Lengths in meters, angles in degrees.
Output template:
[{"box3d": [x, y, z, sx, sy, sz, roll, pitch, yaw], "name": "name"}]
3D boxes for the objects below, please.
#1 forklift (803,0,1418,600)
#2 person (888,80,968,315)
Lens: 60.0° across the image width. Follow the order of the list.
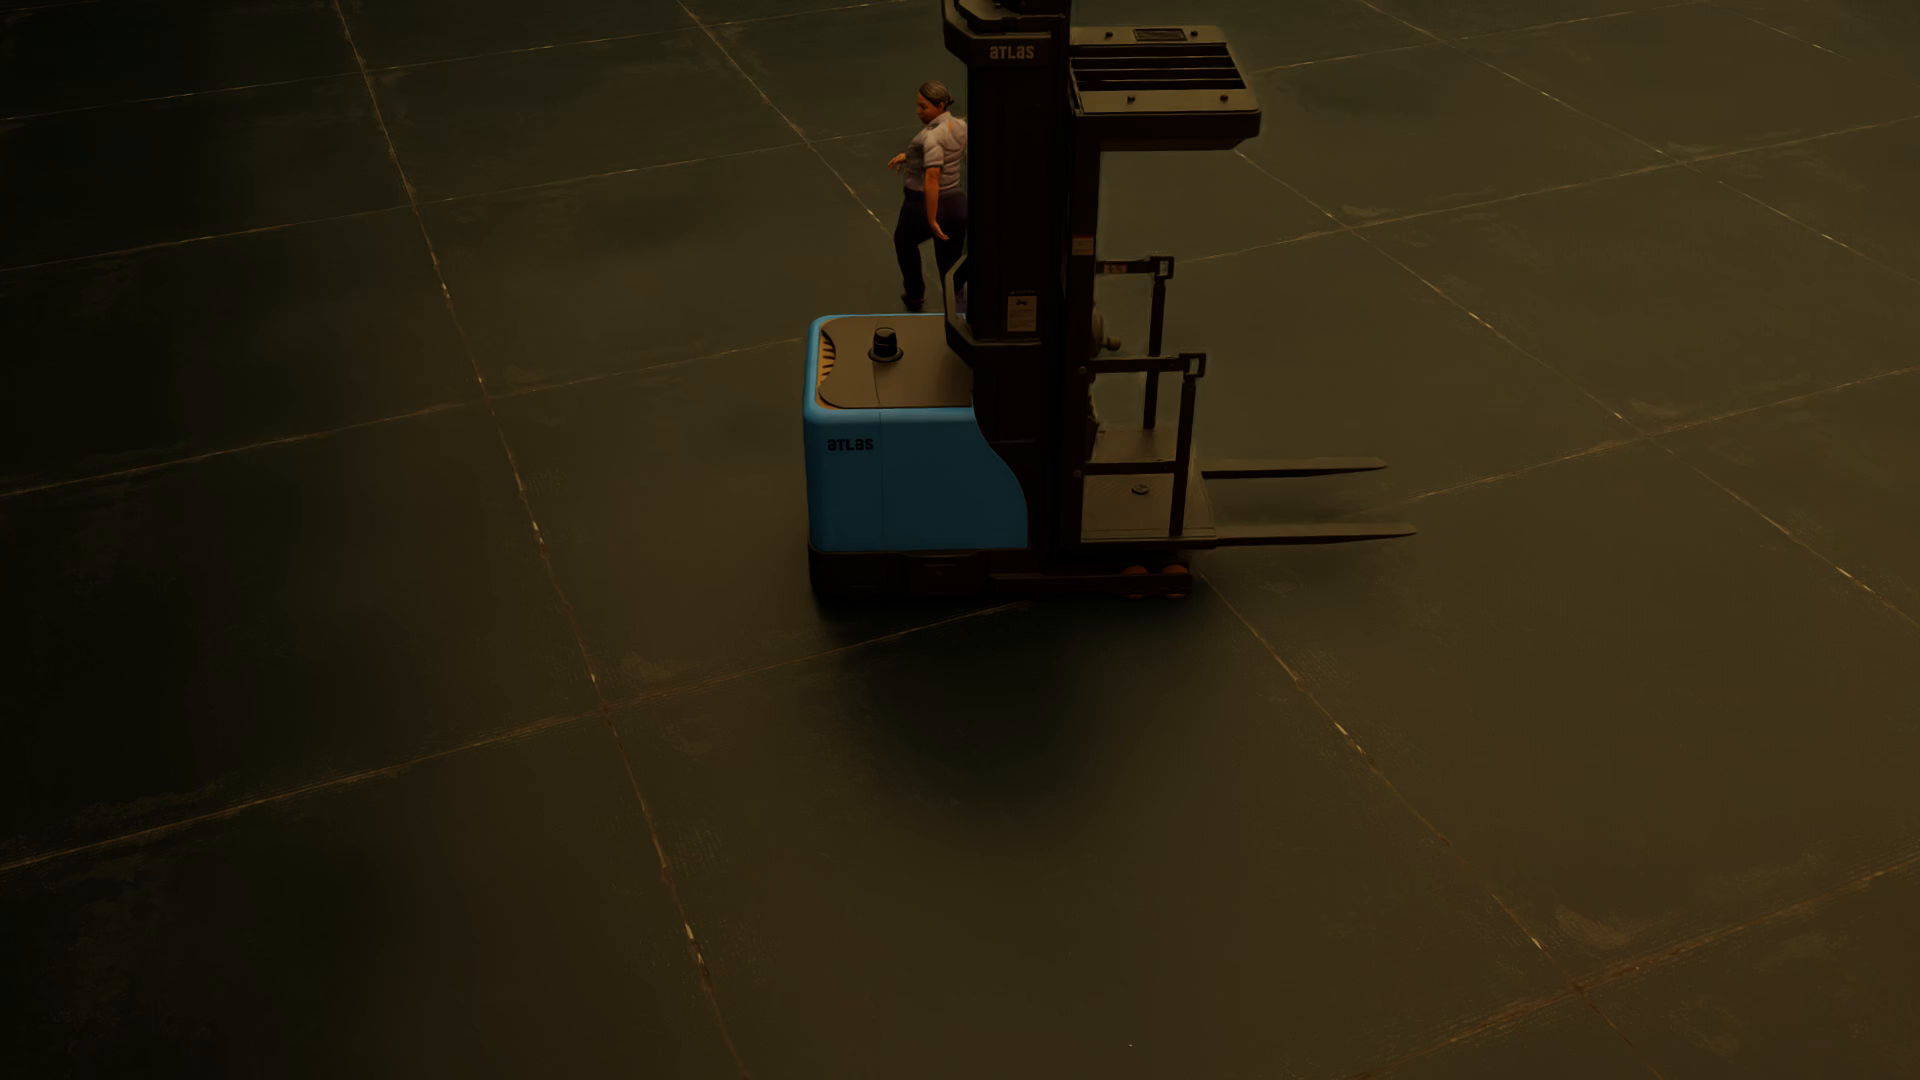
[{"box3d": [0.760, -1.209, 7.799, 3.031, 2.935, 1.130, -1, 35, -2], "name": "forklift"}, {"box3d": [-0.154, -2.033, 10.157, 0.505, 1.603, 0.890, -19, 40, -24], "name": "person"}]
